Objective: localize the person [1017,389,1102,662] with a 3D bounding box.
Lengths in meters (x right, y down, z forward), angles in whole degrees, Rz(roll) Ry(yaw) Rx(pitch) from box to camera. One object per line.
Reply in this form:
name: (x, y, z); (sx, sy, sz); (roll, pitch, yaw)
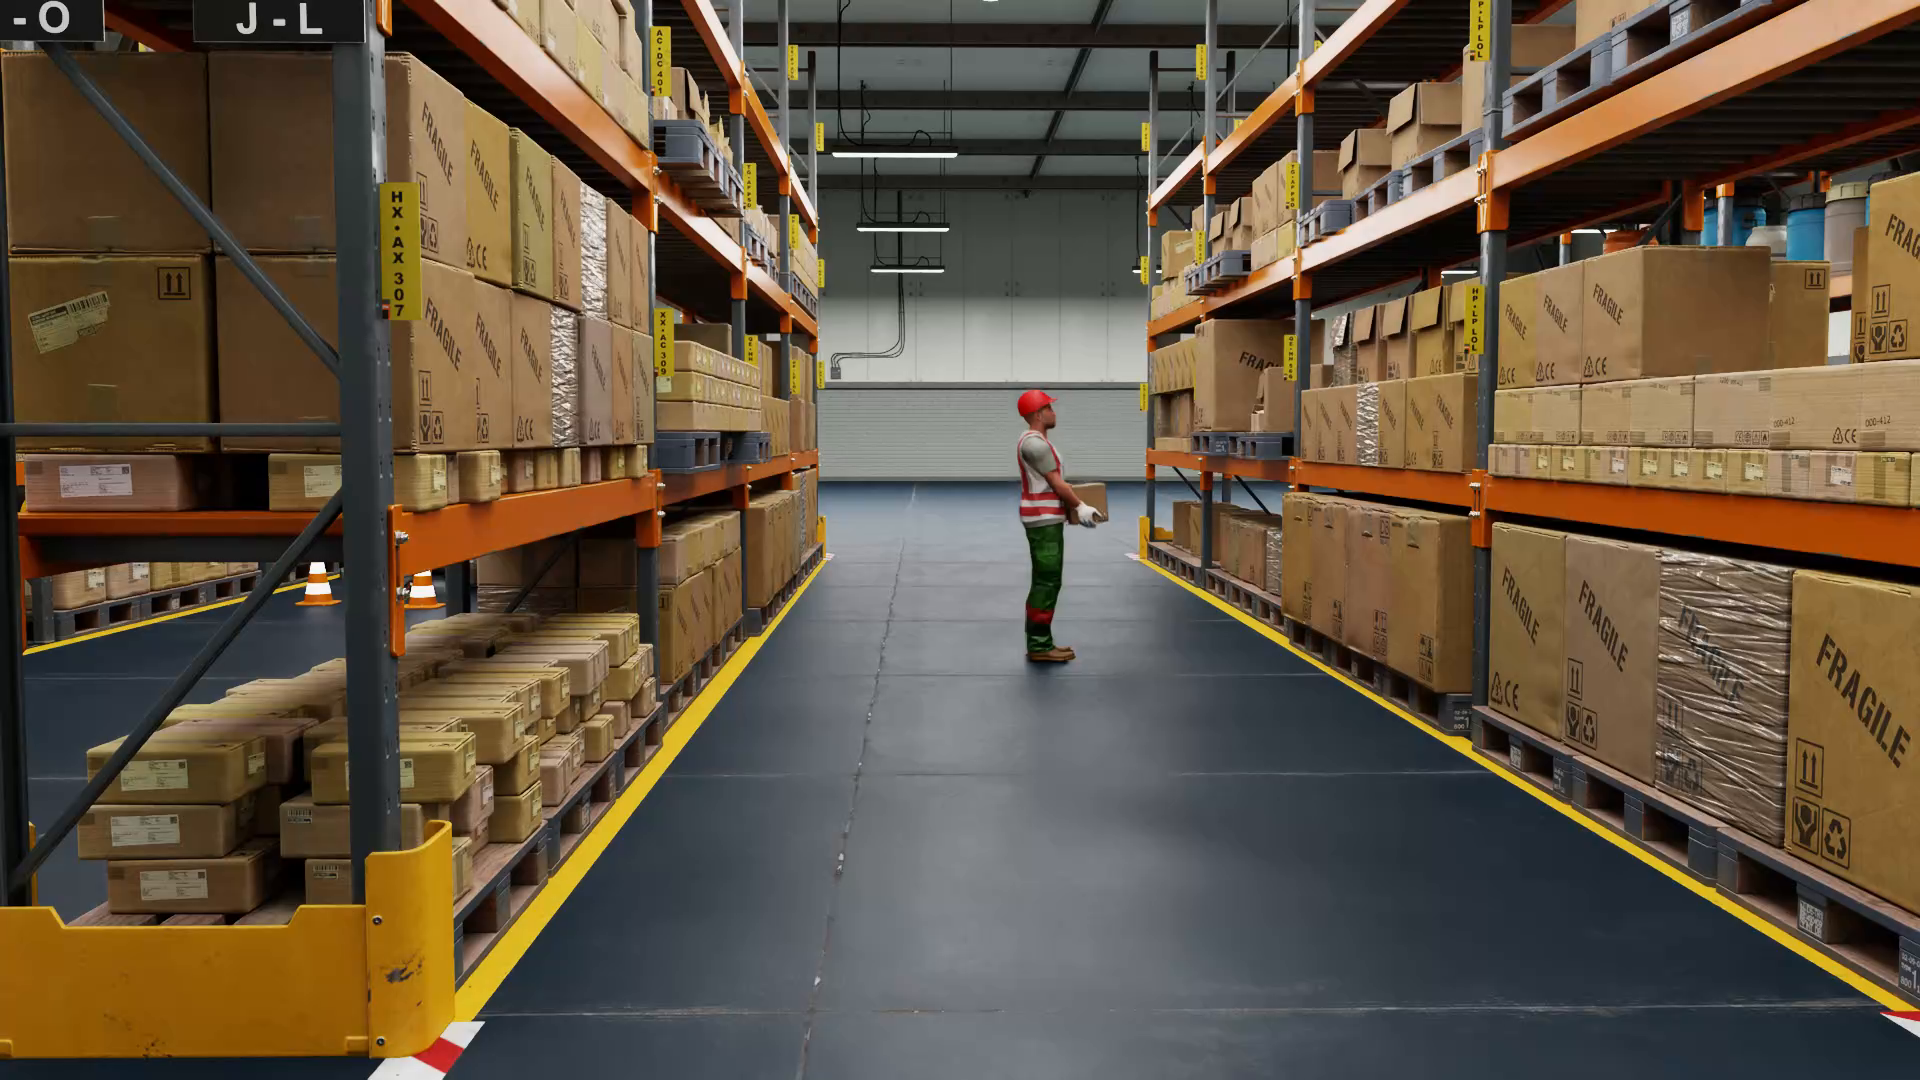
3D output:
person: (0.656, -0.099, 11.009); (0.559, 1.790, 0.504); (0, 4, 1)
